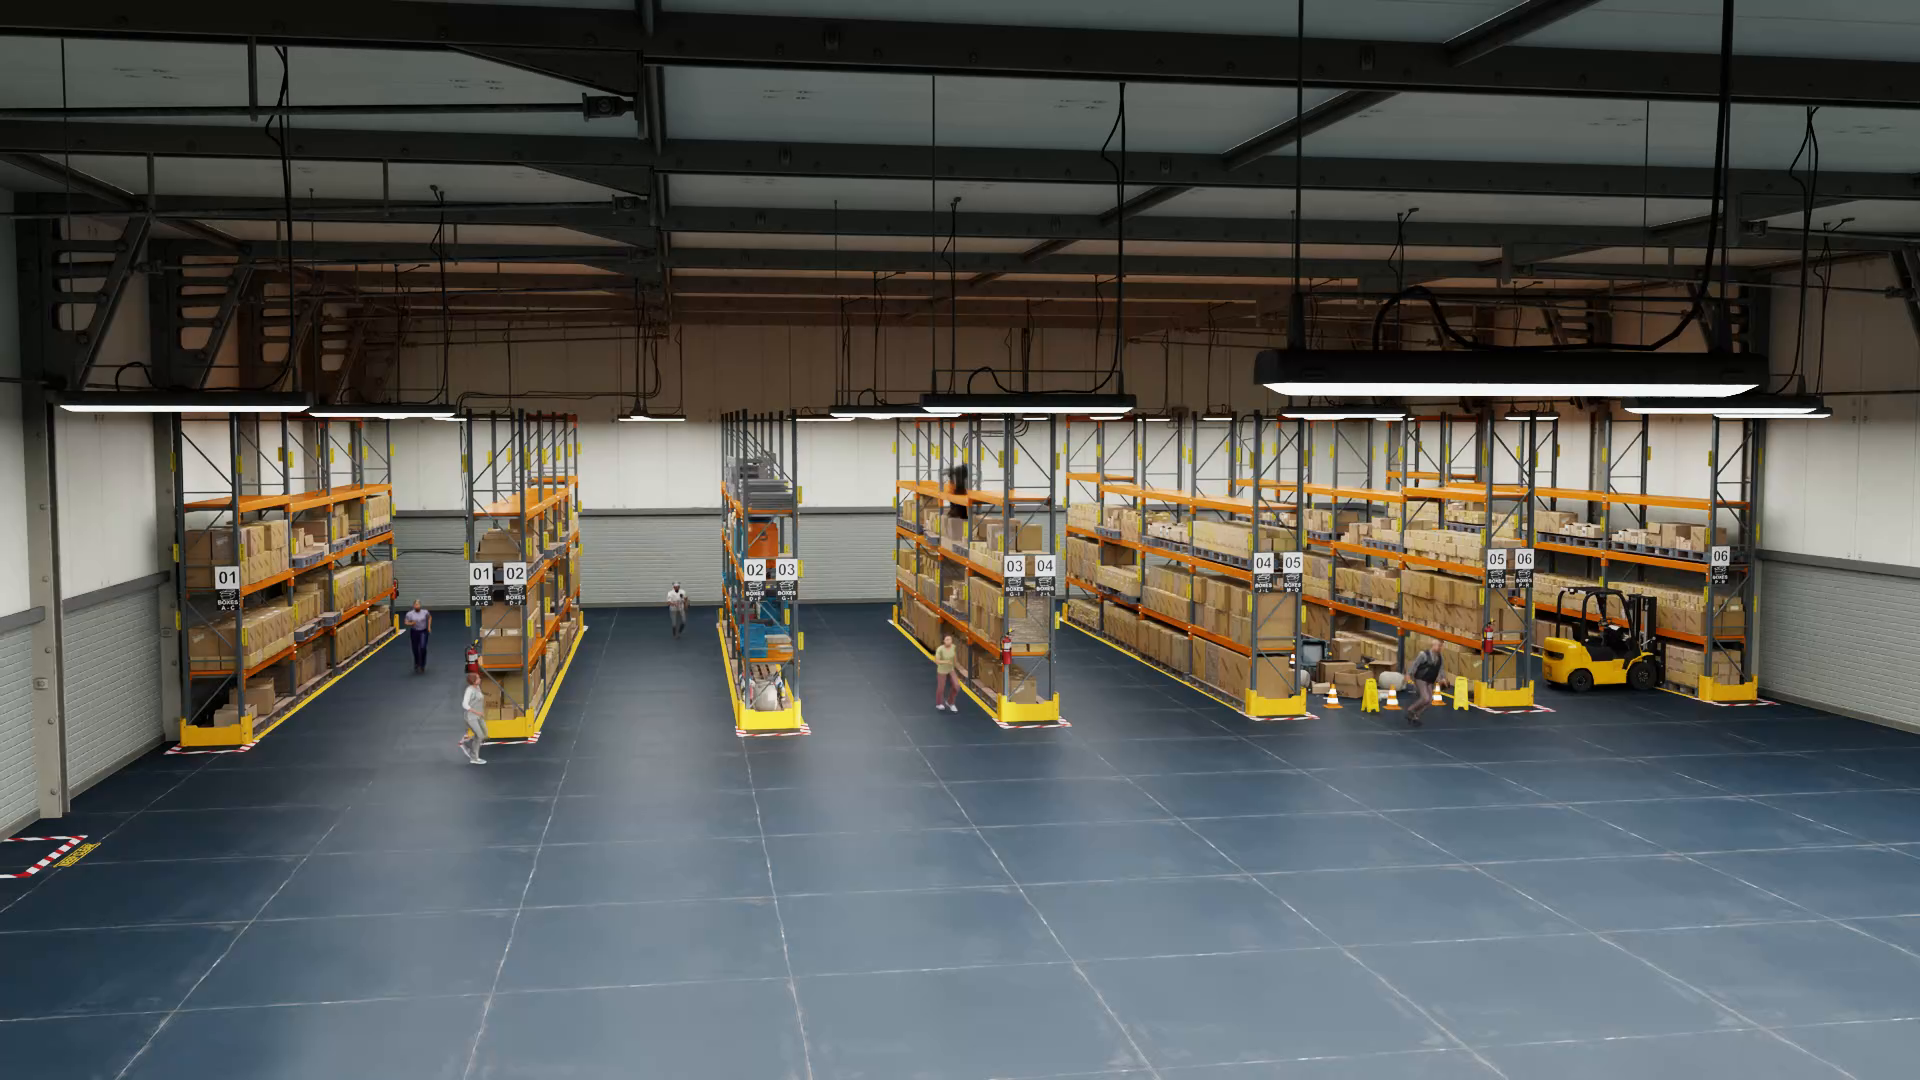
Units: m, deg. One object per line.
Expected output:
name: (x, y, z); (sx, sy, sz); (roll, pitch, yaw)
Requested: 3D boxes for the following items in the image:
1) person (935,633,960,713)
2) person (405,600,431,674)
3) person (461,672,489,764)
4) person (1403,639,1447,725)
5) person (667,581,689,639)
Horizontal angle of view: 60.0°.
person: (-0.269, 2.635, 32.974); (0.577, 1.580, 0.901); (-1, 4, -20)
person: (-12.516, 2.214, 38.410); (0.558, 1.695, 0.855); (-1, 4, -12)
person: (-8.201, 2.999, 27.958); (0.543, 1.562, 0.561); (1, 4, 10)
person: (8.857, 2.691, 31.563); (0.674, 1.647, 0.732); (-2, 5, -30)
person: (-7.482, 1.860, 44.104); (0.582, 1.576, 0.826); (-1, 4, -17)
